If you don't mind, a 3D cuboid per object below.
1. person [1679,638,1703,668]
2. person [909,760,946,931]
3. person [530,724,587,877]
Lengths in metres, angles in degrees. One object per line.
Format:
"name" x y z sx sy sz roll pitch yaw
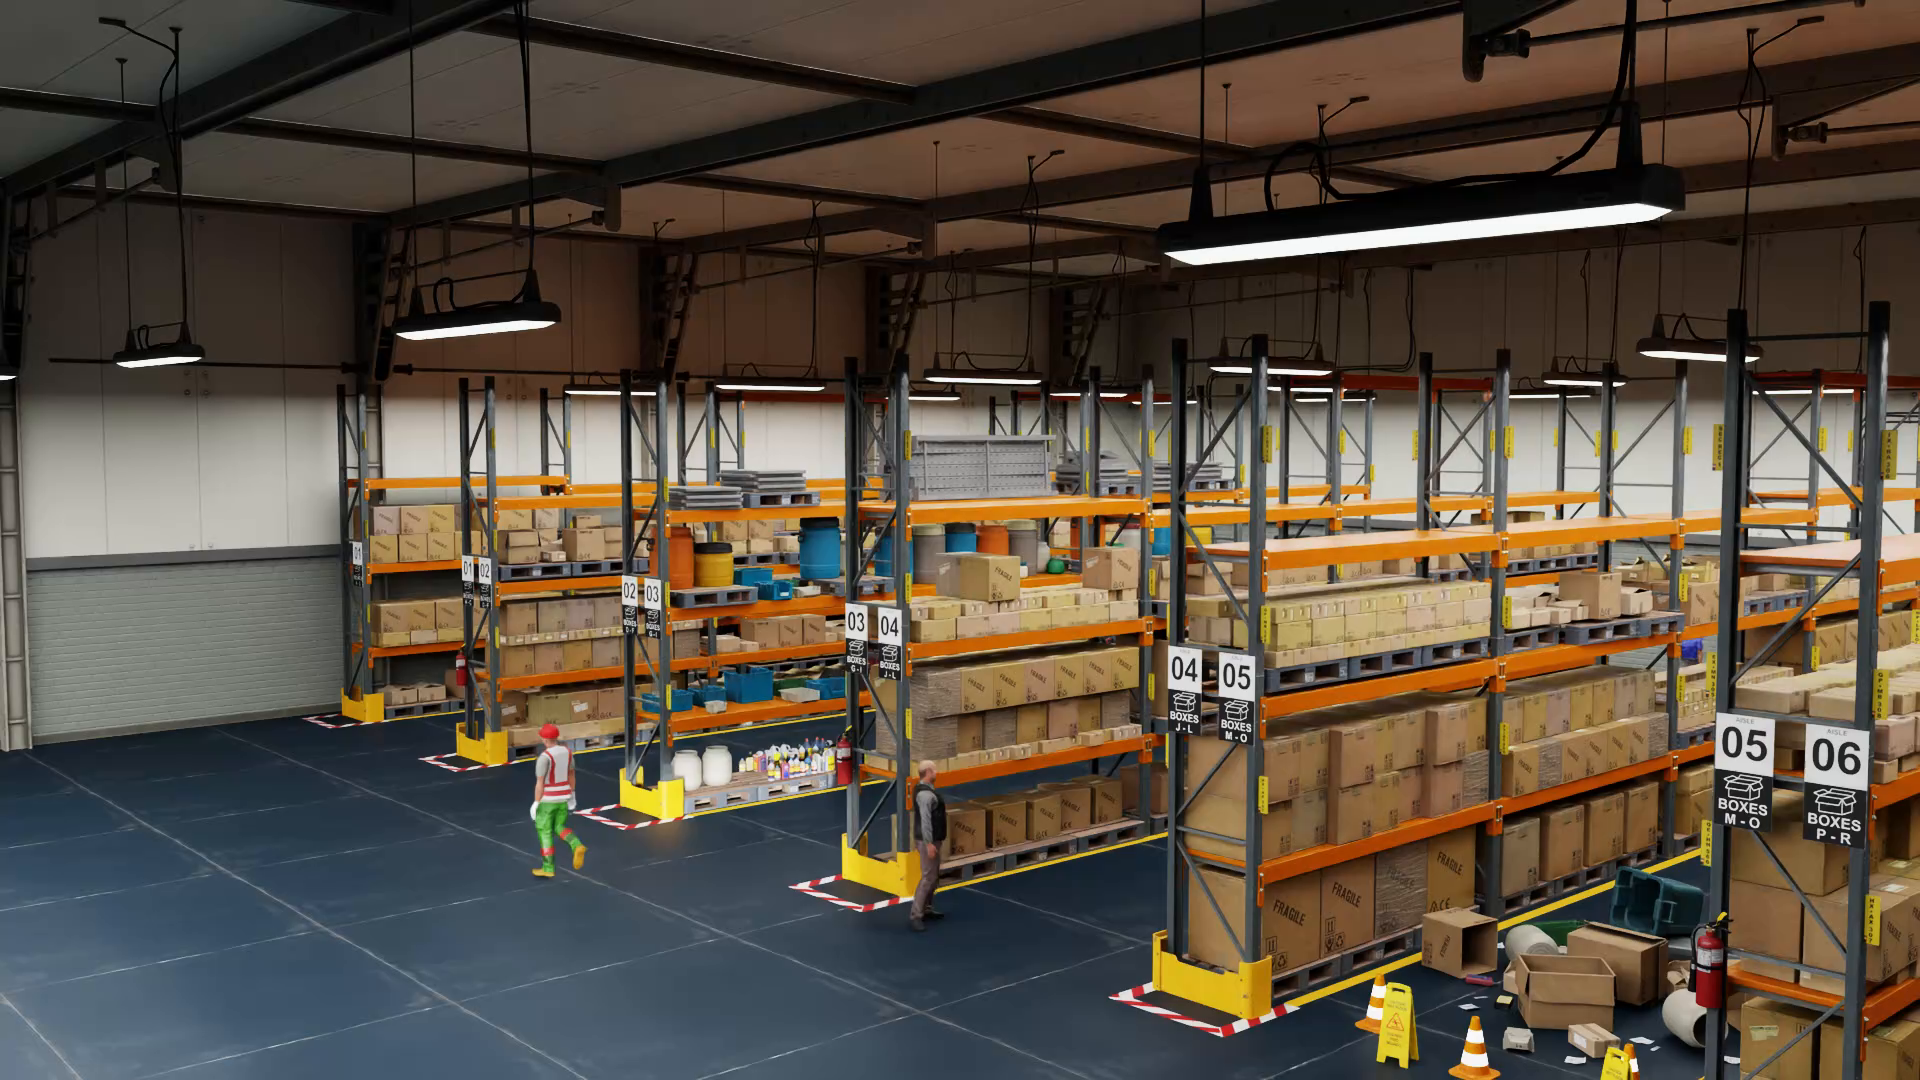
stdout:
"person" 13.575 2.313 30.879 0.432 1.602 0.997 2 4 33
"person" -0.345 3.172 17.439 0.412 1.719 0.684 0 4 -7
"person" -4.647 3.011 19.194 0.653 1.775 0.630 2 4 32
